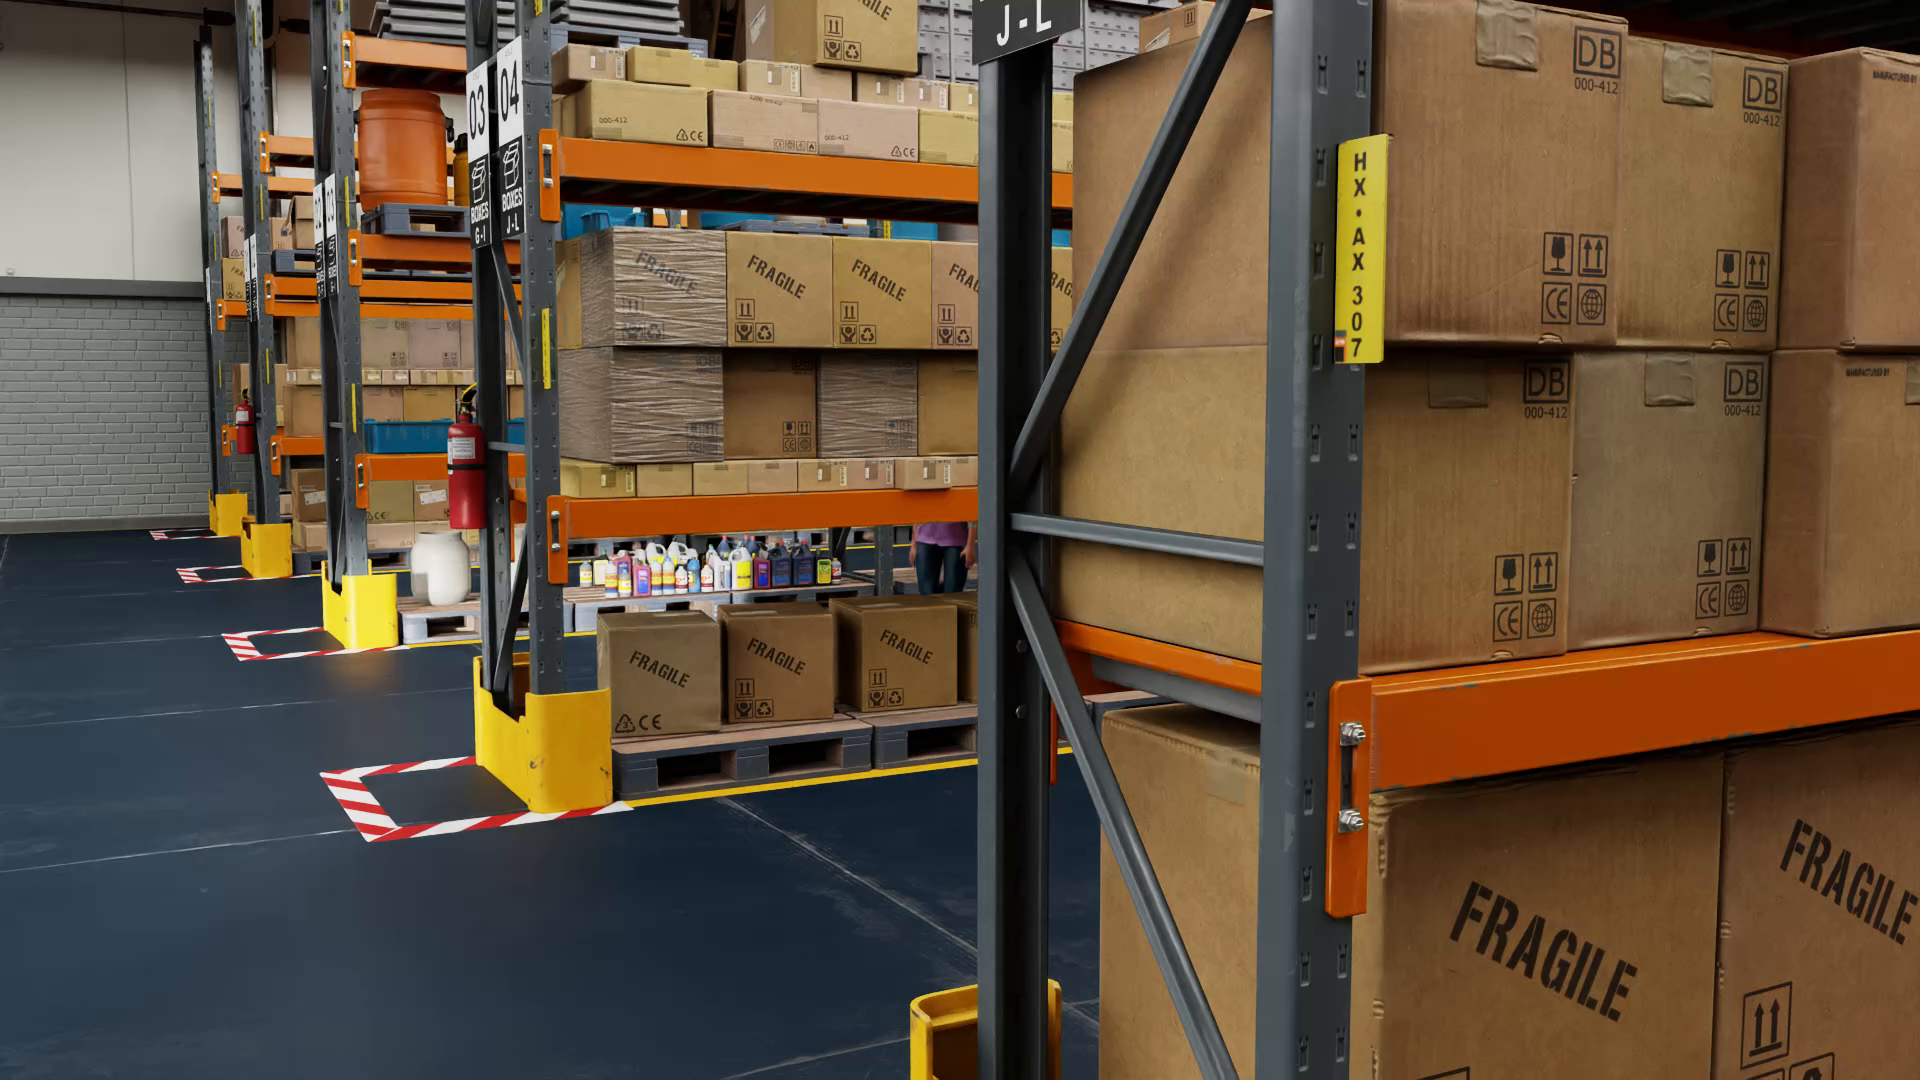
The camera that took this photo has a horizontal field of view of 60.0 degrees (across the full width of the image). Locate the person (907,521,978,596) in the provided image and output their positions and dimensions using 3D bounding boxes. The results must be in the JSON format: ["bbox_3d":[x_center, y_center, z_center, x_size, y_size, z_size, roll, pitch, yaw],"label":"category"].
[{"bbox_3d":[-0.098,0.036,10.287,0.466,1.563,0.664,2,6,19],"label":"person"}]
